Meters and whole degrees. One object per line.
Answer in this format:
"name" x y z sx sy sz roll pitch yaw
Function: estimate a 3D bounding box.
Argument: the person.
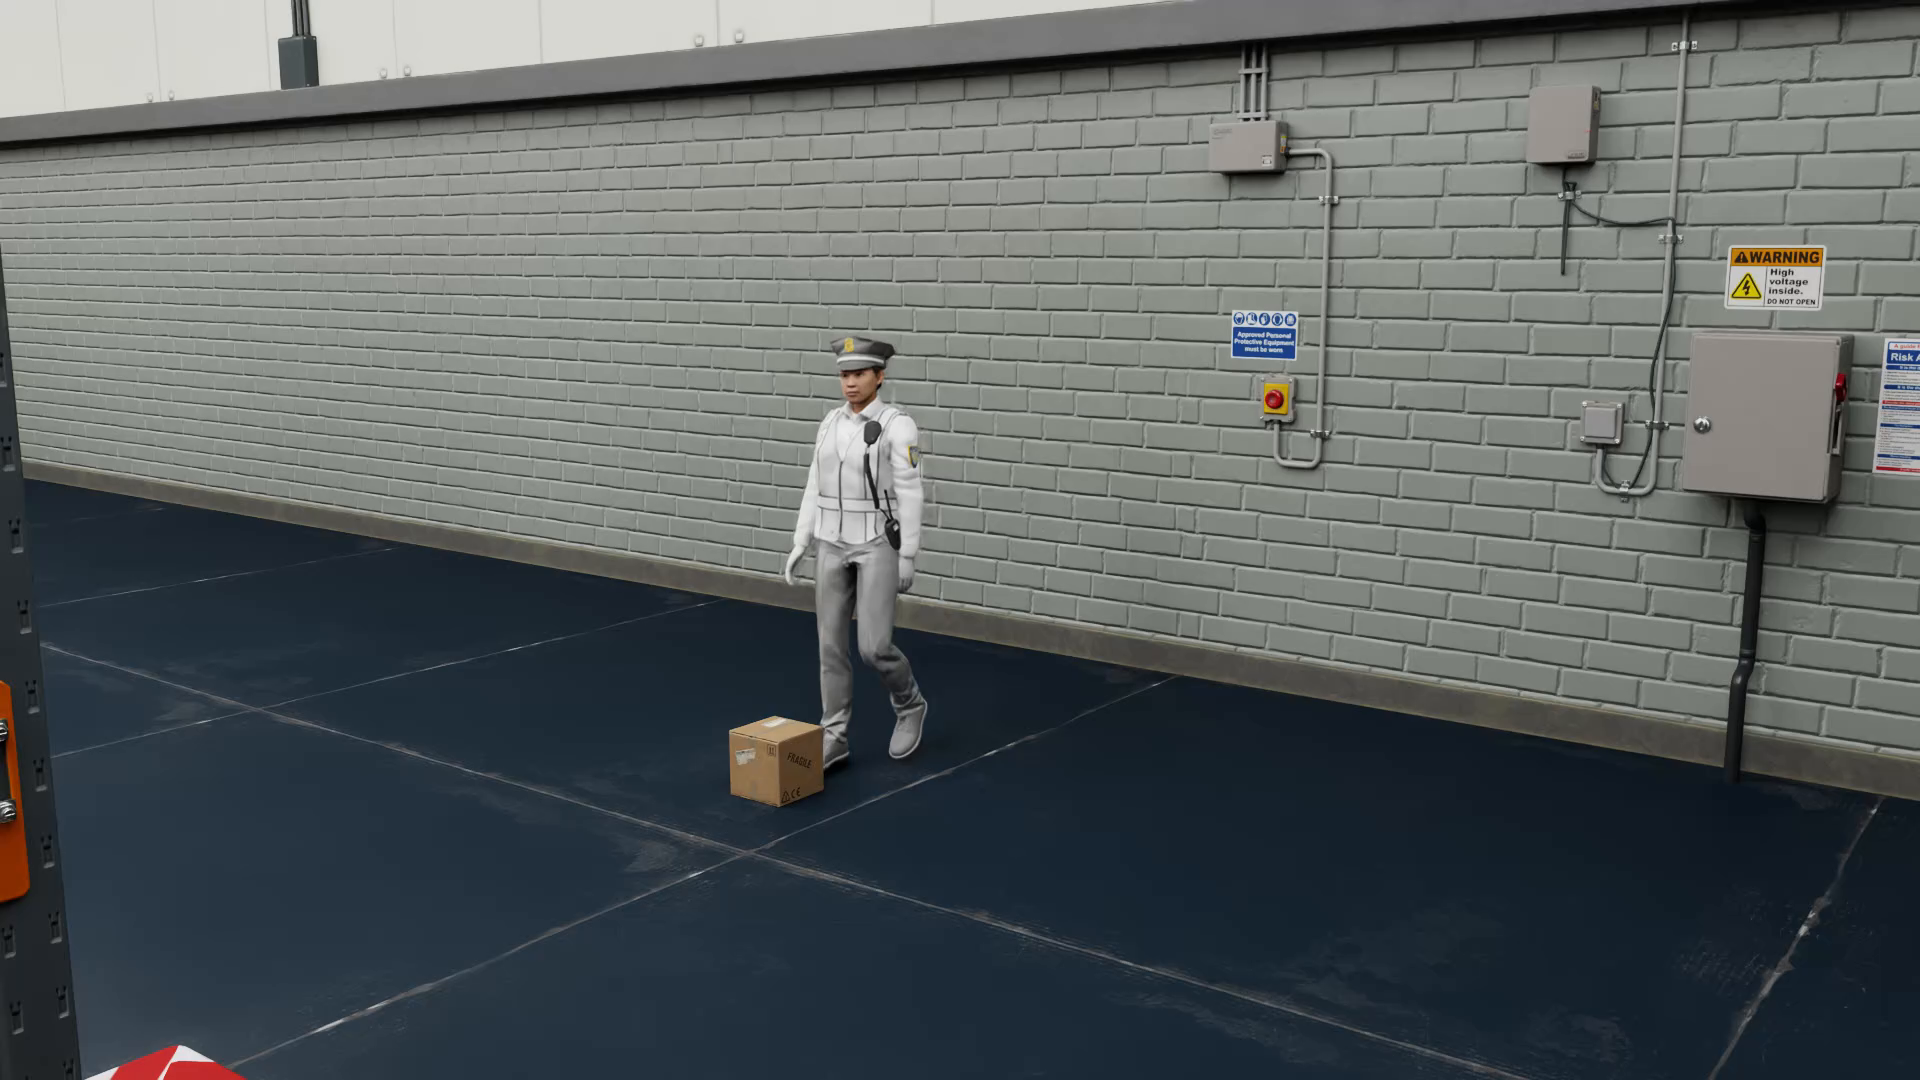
"person" -0.409 0.045 6.461 0.502 1.672 0.554 6 12 31
